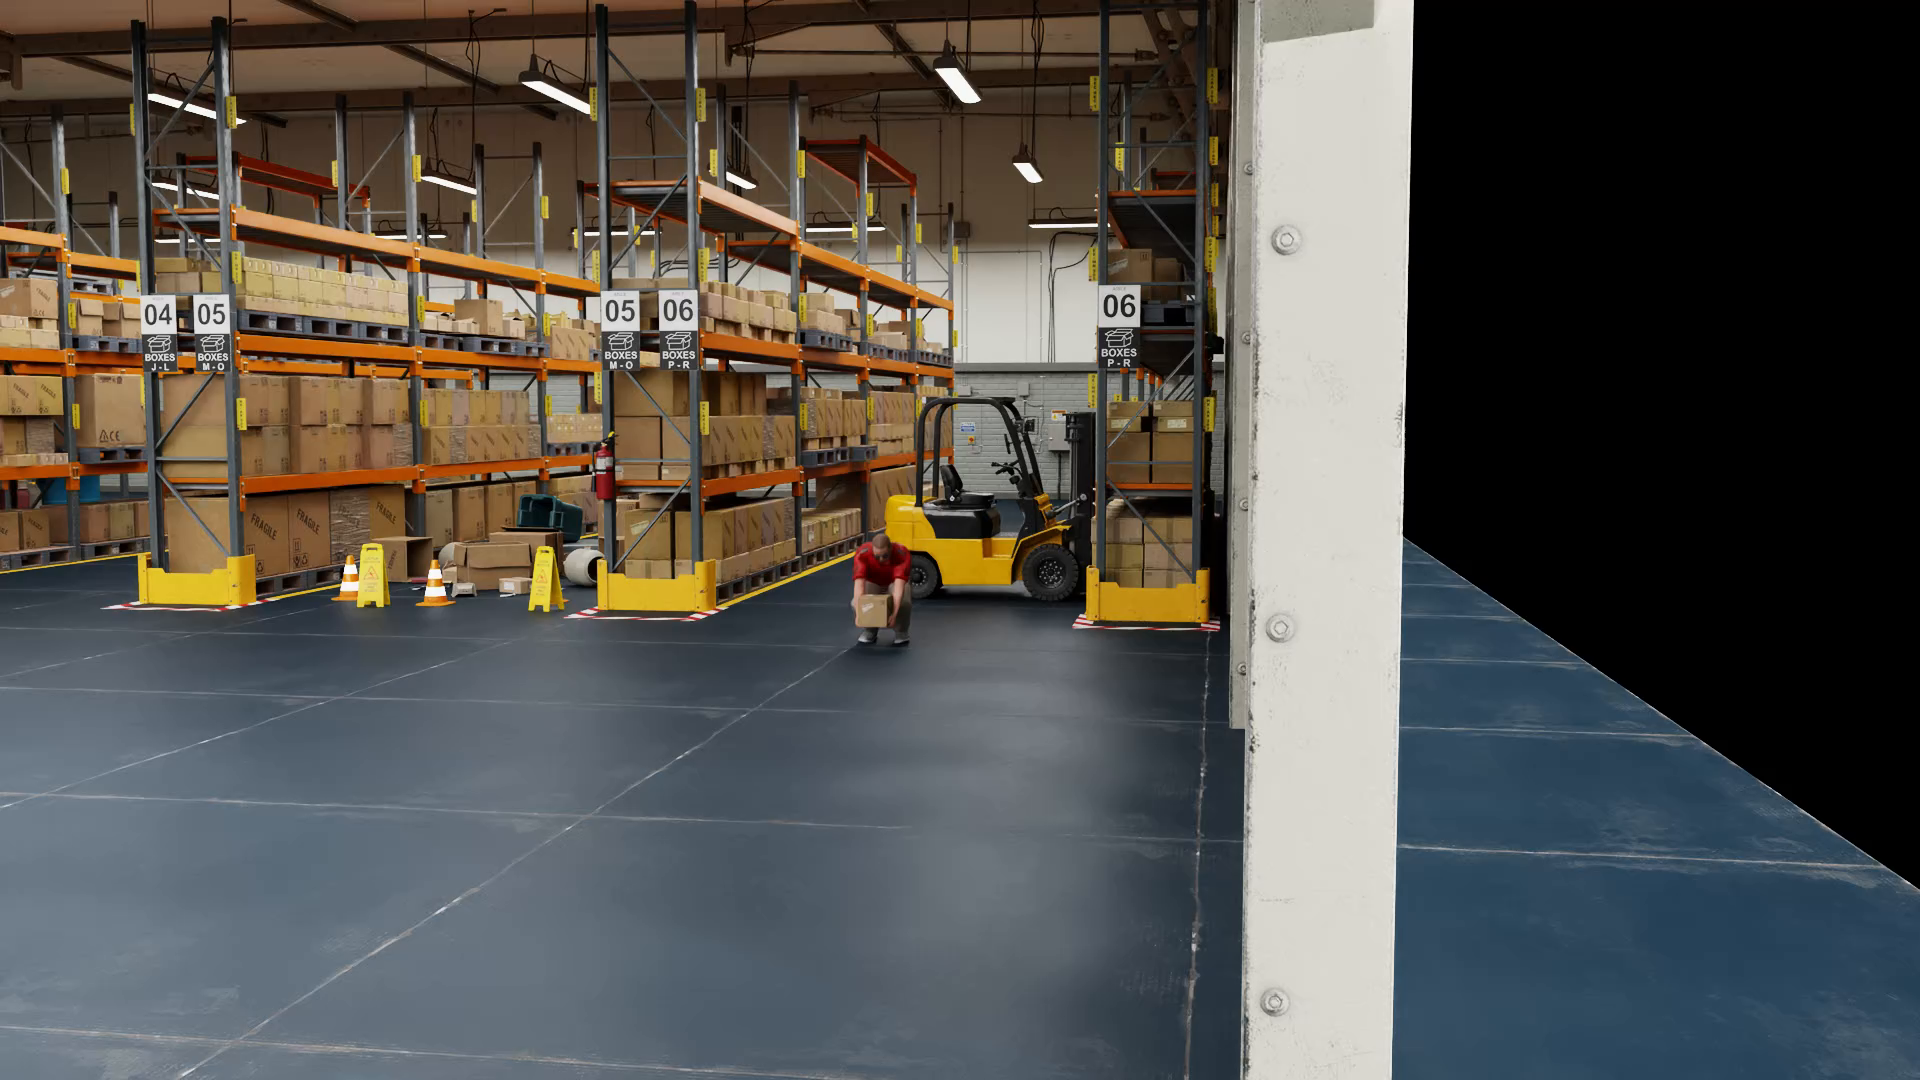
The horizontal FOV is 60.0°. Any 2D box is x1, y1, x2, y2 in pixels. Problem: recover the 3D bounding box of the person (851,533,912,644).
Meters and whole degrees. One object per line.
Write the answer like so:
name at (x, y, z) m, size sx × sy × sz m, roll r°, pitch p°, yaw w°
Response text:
person at (-0.667, 0.410, 14.345) m, size 0.533 × 0.987 × 0.890 m, roll 1°, pitch 4°, yaw 7°
